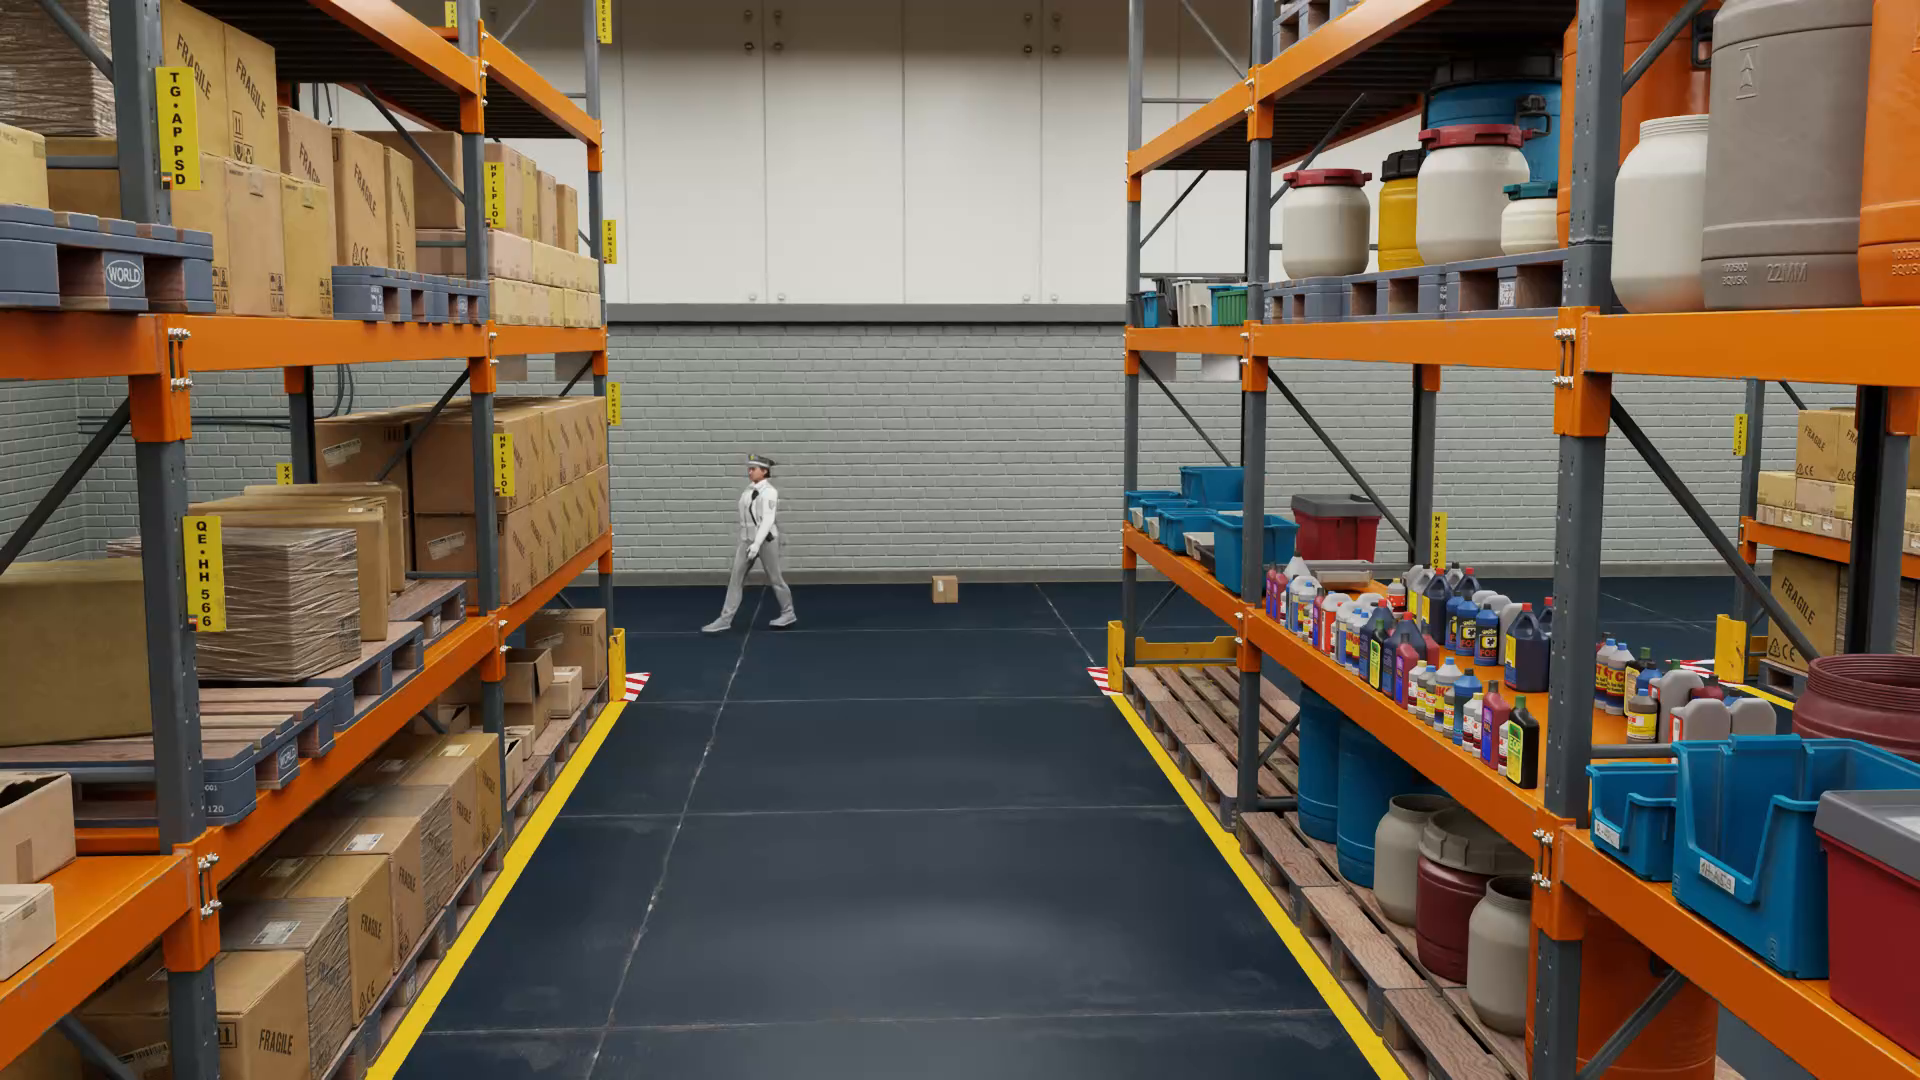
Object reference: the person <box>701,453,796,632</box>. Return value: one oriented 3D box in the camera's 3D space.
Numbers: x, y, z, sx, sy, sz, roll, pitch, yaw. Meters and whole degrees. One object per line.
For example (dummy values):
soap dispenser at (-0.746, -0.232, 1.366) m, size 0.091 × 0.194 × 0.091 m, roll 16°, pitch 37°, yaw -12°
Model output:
person at (-1.929, 0.017, 15.382) m, size 0.937 × 1.636 × 0.517 m, roll -6°, pitch 9°, yaw -42°
